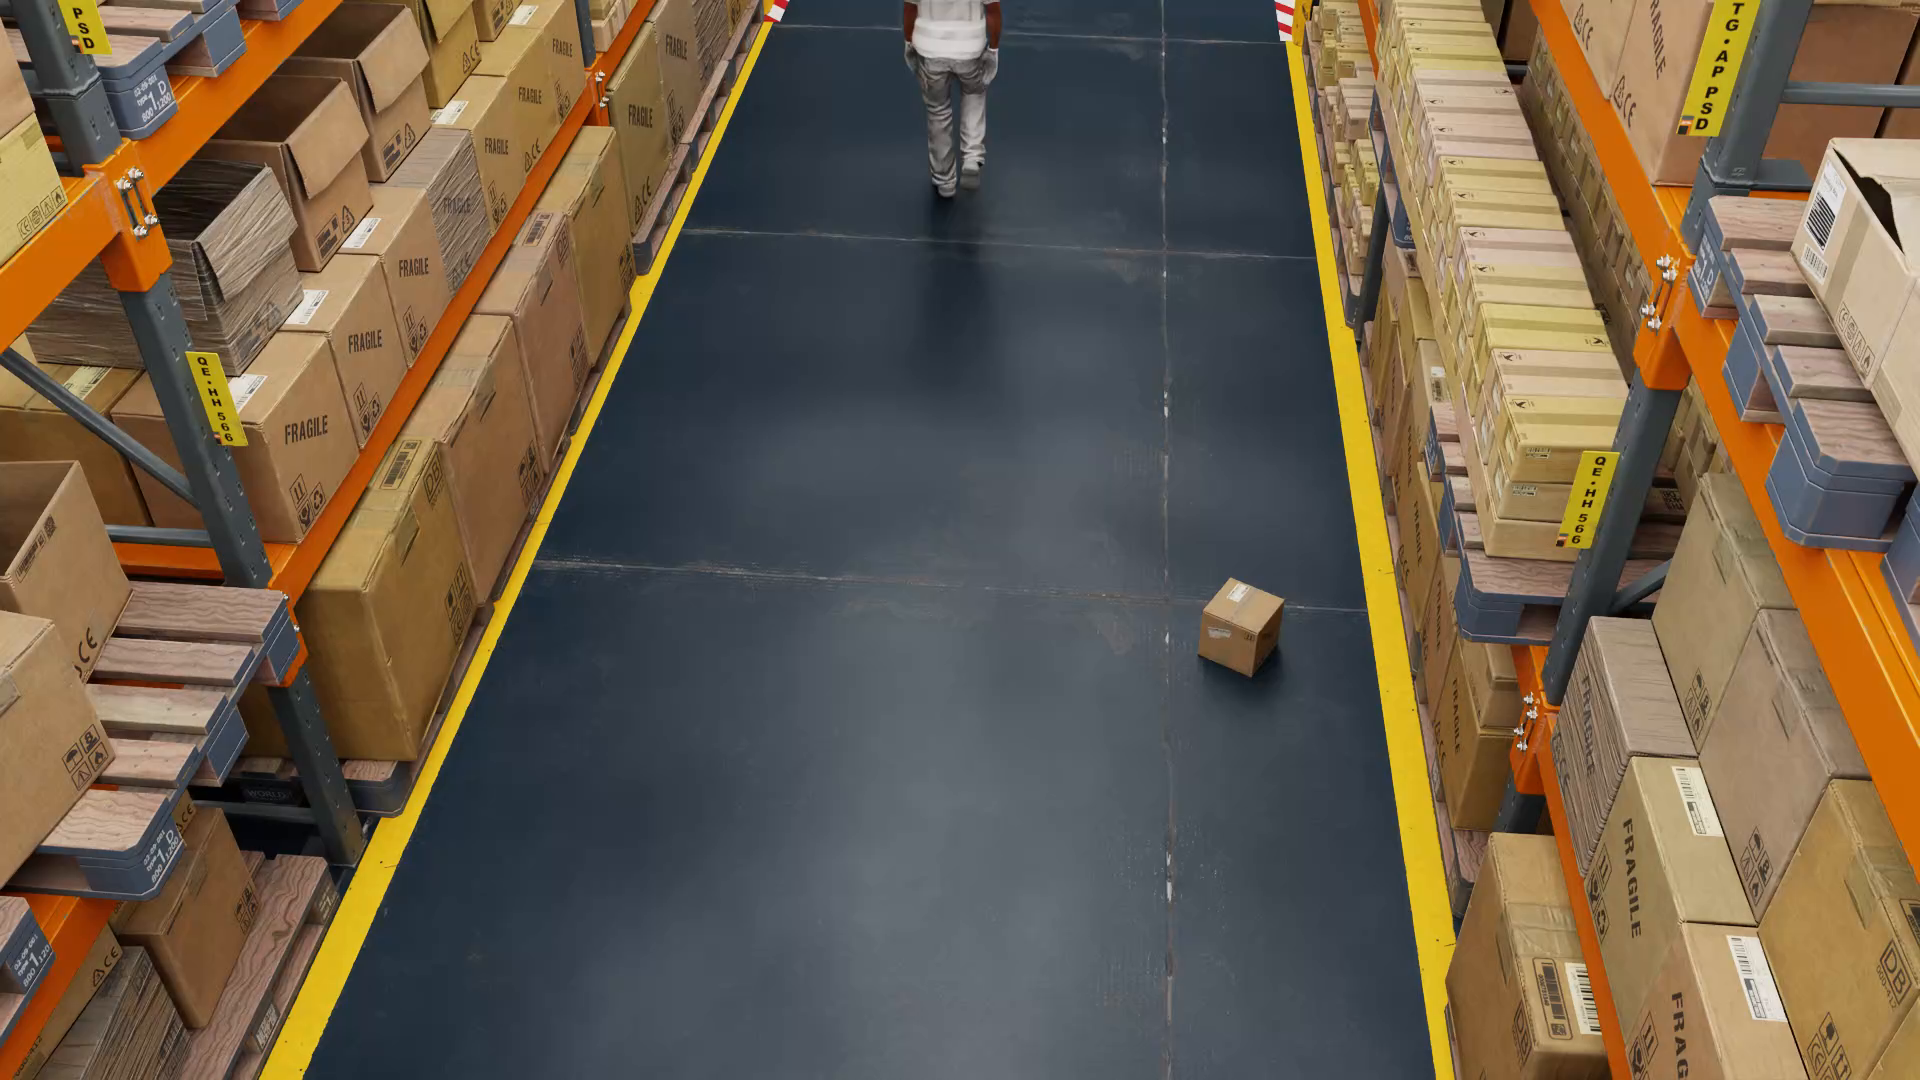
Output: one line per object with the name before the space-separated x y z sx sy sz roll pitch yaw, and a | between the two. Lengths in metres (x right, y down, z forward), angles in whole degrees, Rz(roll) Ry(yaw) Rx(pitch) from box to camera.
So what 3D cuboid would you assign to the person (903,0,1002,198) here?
person | -0.050 -2.817 9.499 0.548 1.776 0.476 -3 40 -4
